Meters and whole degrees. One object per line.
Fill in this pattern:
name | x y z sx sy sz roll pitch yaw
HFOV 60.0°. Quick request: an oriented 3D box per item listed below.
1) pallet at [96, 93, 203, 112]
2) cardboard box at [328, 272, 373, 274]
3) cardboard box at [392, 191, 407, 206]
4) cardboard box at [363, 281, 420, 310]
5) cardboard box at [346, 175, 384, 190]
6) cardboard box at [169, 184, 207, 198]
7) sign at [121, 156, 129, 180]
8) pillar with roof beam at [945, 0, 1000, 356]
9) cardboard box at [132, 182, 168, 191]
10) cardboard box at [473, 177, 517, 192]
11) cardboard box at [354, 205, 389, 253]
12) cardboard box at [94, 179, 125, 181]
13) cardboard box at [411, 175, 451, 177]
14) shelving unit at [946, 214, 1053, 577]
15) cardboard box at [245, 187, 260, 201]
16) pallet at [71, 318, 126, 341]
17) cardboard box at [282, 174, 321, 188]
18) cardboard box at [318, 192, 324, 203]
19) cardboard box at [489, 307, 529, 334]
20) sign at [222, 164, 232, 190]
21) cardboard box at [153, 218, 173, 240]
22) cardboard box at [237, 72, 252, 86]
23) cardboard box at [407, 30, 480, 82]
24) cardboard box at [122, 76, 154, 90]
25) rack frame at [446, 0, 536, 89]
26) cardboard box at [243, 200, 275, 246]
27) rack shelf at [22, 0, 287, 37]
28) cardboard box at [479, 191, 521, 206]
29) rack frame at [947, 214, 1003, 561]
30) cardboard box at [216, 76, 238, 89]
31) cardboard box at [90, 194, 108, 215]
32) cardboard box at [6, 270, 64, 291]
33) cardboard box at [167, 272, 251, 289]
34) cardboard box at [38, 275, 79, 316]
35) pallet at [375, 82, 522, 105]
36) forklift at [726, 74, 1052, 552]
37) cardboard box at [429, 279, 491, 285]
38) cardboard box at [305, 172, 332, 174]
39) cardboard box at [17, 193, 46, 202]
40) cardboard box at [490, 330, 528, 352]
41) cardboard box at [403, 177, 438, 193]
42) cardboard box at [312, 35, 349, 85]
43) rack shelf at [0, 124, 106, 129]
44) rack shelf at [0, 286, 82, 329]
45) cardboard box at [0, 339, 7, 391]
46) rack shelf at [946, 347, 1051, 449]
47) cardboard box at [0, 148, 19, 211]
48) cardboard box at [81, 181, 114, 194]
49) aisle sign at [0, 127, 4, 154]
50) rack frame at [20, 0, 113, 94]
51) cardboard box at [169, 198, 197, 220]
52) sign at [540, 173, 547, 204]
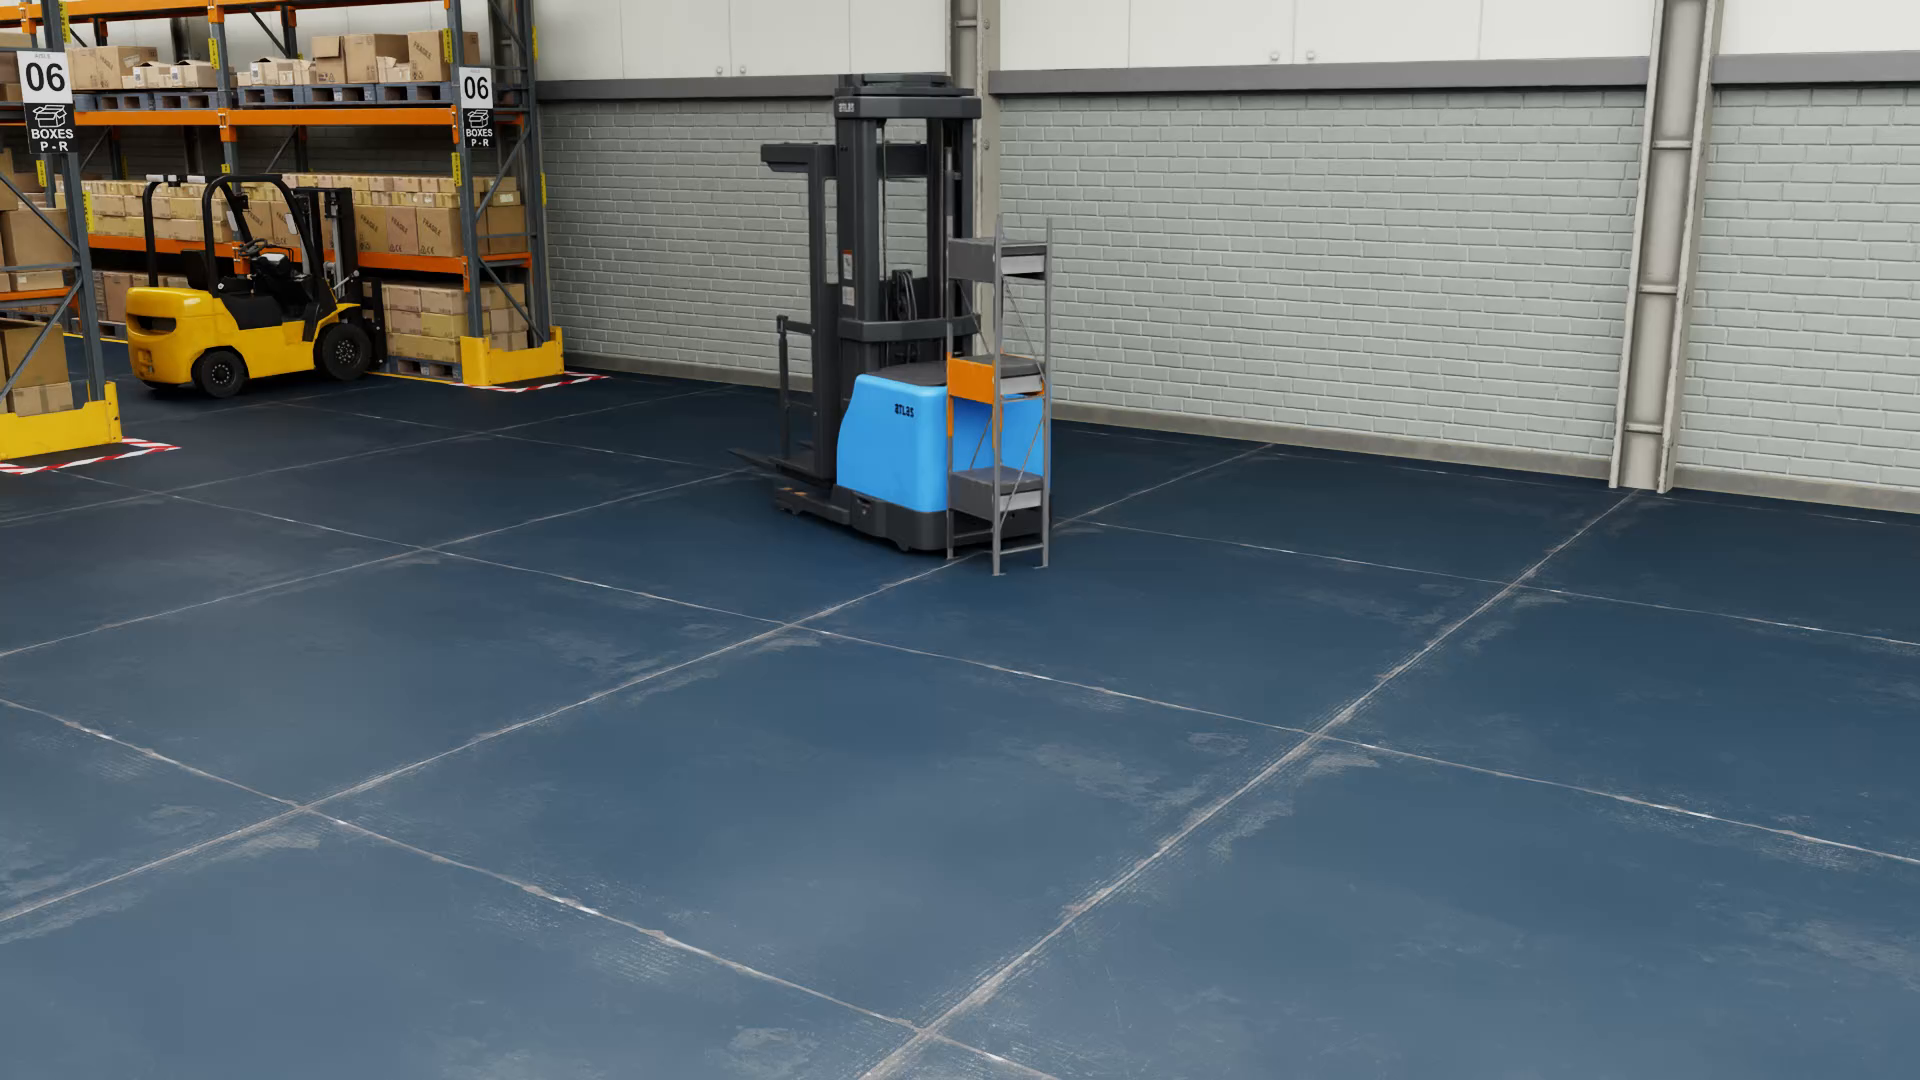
pallet | -9.886 -5.406 20.569 1.213 0.211 1.003 10 17 35
cardboard box | -7.164 -2.990 19.425 0.500 0.250 0.500 9 16 32
cardboard box | -5.843 -3.656 17.792 0.250 0.149 0.380 9 17 32
cardboard box | -6.198 -2.678 18.167 0.500 0.250 0.500 9 17 34
cardboard box | -6.481 -3.909 18.197 0.250 0.149 0.380 9 17 34
cardboard box | -9.207 -4.176 19.891 0.250 0.149 0.380 9 16 31
sign | -11.121 -4.937 22.115 0.005 0.325 0.100 9 17 33
pillar with roof beam | -2.289 -4.713 11.136 0.400 9.000 9.100 9 17 33
cardboard box | -9.982 -4.339 20.552 0.250 0.149 0.380 9 17 33
cardboard box | -4.950 -3.787 17.700 0.250 0.149 0.380 9 16 32
cardboard box | -6.196 -3.393 18.081 0.500 0.500 0.500 9 16 32
cardboard box | -11.046 -4.624 21.703 0.250 0.149 0.380 10 17 35
cardboard box | -5.805 -3.927 18.269 0.250 0.149 0.380 10 17 35
shelving unit | 0.228 -0.872 9.977 0.431 2.100 0.503 -9 17 -34
cardboard box | -7.992 -3.996 19.164 0.250 0.149 0.380 9 16 32
pallet | -10.767 -2.792 21.663 1.213 0.211 1.003 9 17 33
cardboard box | -7.370 -4.029 18.679 0.250 0.149 0.380 10 17 34
cardboard box | -6.946 -3.818 18.448 0.250 0.149 0.380 9 16 31
cardboard box | -5.065 -2.407 18.114 0.500 0.250 0.500 10 17 34
sign | -8.404 -4.142 19.067 0.005 0.325 0.100 9 17 33
cardboard box | -9.489 -3.809 20.281 0.500 0.250 0.500 9 17 33
cardboard box | -7.907 -5.193 18.758 0.250 0.149 0.380 10 17 34
cardboard box | -5.294 -4.959 17.080 0.500 0.500 0.500 10 17 35
cardboard box | -9.831 -5.504 20.015 0.250 0.149 0.380 9 16 32
rack frame | -4.790 -6.103 16.751 0.127 3.000 1.000 9 17 33
cardboard box | -7.887 -3.665 19.176 0.500 0.500 0.500 9 16 31
rack shelf | -9.769 -6.365 20.136 4.000 0.370 1.077 9 17 33
cardboard box | -4.927 -3.652 17.775 0.250 0.149 0.380 9 16 31
rack frame | 0.089 -0.920 10.172 0.400 2.100 0.015 -9 17 -34
cardboard box | -8.704 -5.467 19.864 0.250 0.149 0.380 9 17 33
cardboard box | -10.782 -4.258 21.054 0.500 0.250 0.500 10 17 35
cardboard box | -7.724 -2.166 13.853 0.250 0.149 0.380 9 17 33
cardboard box | -9.188 -2.952 20.574 0.625 0.625 0.875 9 17 32
cardboard box | -11.899 -3.268 22.112 0.500 0.500 0.500 10 17 34
pallet | -5.363 -4.704 17.526 1.213 0.211 1.003 9 17 33
forklift | -0.654 -1.649 11.386 1.130 2.935 3.031 -9 17 -34
cardboard box | -5.500 -2.714 18.312 0.500 0.250 0.500 9 17 33
cardboard box | -7.491 -4.211 19.414 0.250 0.149 0.380 9 16 31
cardboard box | -12.485 -4.472 22.084 0.500 0.250 0.500 8 16 30
cardboard box | -5.089 -2.165 18.175 0.500 0.250 0.500 9 17 33
cardboard box | -5.659 -3.761 17.599 0.250 0.149 0.380 10 17 34
cardboard box | -6.552 -5.204 18.063 0.637 0.503 0.797 10 17 35
rack shelf | -13.088 -5.639 22.615 4.000 0.370 1.077 9 17 33
rack shelf | -9.217 -2.120 14.642 4.000 0.370 1.077 9 17 33
cardboard box | -8.368 -1.489 13.886 0.500 0.500 0.500 9 17 33
rack shelf | 0.228 -0.859 9.980 0.431 0.518 0.480 -9 17 -34
cardboard box | -8.103 -2.904 13.405 0.500 0.500 0.700 9 16 31
cardboard box | -10.879 -4.461 21.044 0.250 0.149 0.380 10 17 34
aisle sign | -7.668 -3.397 12.892 0.004 0.787 0.394 9 17 33
rack frame | -11.428 -7.176 21.085 0.127 3.000 1.000 9 17 33
cardboard box | -9.090 -3.980 19.930 0.500 0.250 0.500 9 16 31
sign | -4.476 -3.760 17.802 0.005 0.325 0.100 9 17 33
